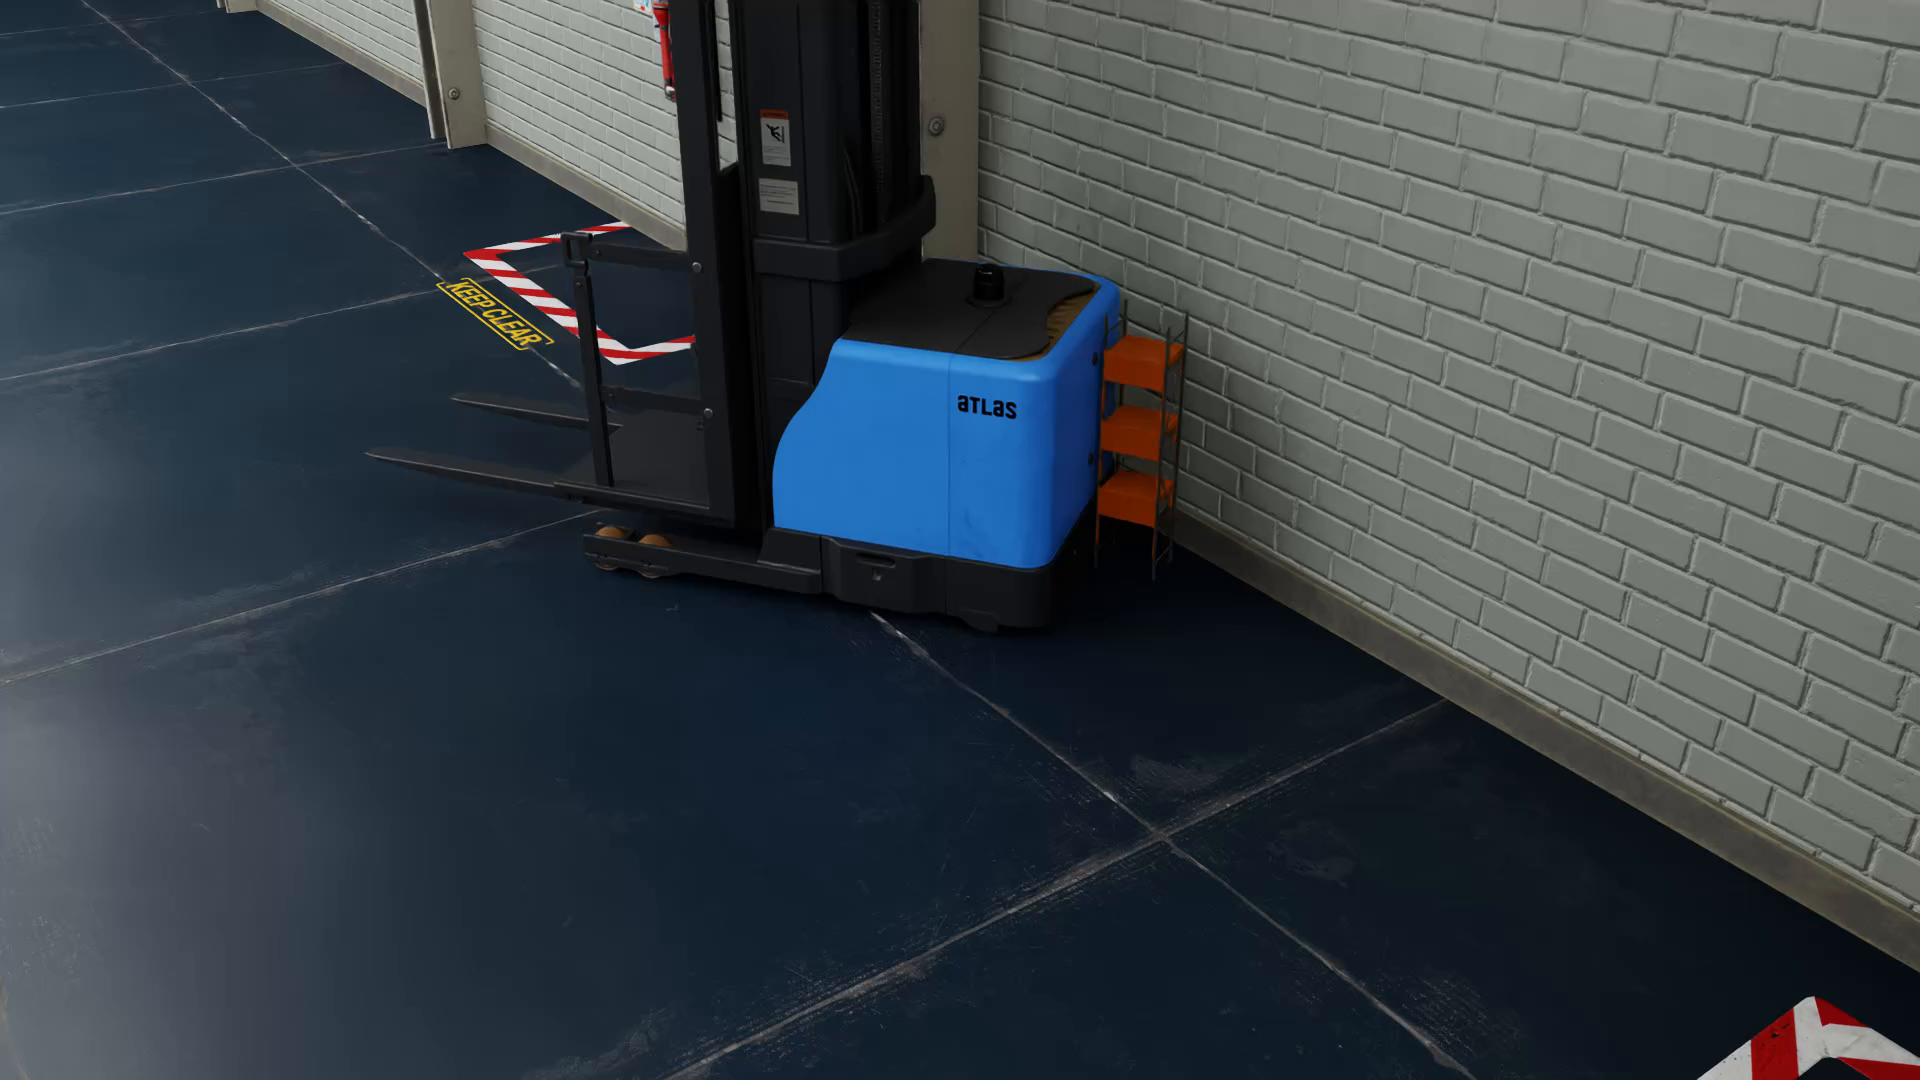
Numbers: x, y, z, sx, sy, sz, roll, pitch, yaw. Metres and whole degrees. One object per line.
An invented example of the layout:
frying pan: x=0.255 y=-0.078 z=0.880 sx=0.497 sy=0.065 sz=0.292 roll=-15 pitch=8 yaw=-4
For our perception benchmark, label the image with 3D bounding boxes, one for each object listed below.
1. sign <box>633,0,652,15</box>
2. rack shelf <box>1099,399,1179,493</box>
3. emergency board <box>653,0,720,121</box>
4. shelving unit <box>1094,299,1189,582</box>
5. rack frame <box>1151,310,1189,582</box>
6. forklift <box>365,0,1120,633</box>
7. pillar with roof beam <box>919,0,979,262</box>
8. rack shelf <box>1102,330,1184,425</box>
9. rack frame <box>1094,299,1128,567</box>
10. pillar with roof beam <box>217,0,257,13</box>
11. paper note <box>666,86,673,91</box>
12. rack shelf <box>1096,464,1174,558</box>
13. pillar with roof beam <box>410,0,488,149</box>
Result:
sign: x=-1.795 y=-3.135 z=9.342 sx=0.001 sy=0.329 sz=0.234 roll=-19 pitch=34 yaw=-31
rack shelf: x=0.684 y=-0.359 z=6.334 sx=0.240 sy=0.259 sz=0.215 roll=14 pitch=32 yaw=24
emergency board: x=-1.558 y=-2.876 z=8.902 sx=0.194 sy=1.169 sz=0.643 roll=-19 pitch=34 yaw=-31
shelving unit: x=0.684 y=-0.369 z=6.329 sx=0.252 sy=1.050 sz=0.215 roll=14 pitch=32 yaw=24
rack frame: x=0.792 y=-0.341 z=6.279 sx=0.008 sy=1.050 sz=0.200 roll=14 pitch=32 yaw=24
forklift: x=-0.949 y=-1.365 z=6.193 sx=3.031 sy=2.935 sz=1.130 roll=9 pitch=30 yaw=17
pillar with roof beam: x=-3.663 y=-3.349 z=3.488 sx=9.100 sy=9.000 sz=0.400 roll=-19 pitch=34 yaw=-31
rack shelf: x=0.684 y=-0.609 z=6.198 sx=0.240 sy=0.259 sz=0.215 roll=14 pitch=32 yaw=24
rack frame: x=0.576 y=-0.396 z=6.379 sx=0.008 sy=1.050 sz=0.200 roll=14 pitch=32 yaw=24
pillar with roof beam: x=-10.624 y=-8.014 z=12.077 sx=9.100 sy=9.000 sz=0.400 roll=-19 pitch=34 yaw=-31
paper note: x=-1.605 y=-2.577 z=9.274 sx=0.016 sy=0.148 sz=0.142 roll=-19 pitch=34 yaw=-31
rack shelf: x=0.684 y=-0.115 z=6.467 sx=0.240 sy=0.259 sz=0.215 roll=14 pitch=32 yaw=24
pillar with roof beam: x=-7.143 y=-5.682 z=7.783 sx=9.100 sy=9.000 sz=0.400 roll=-19 pitch=34 yaw=-31
